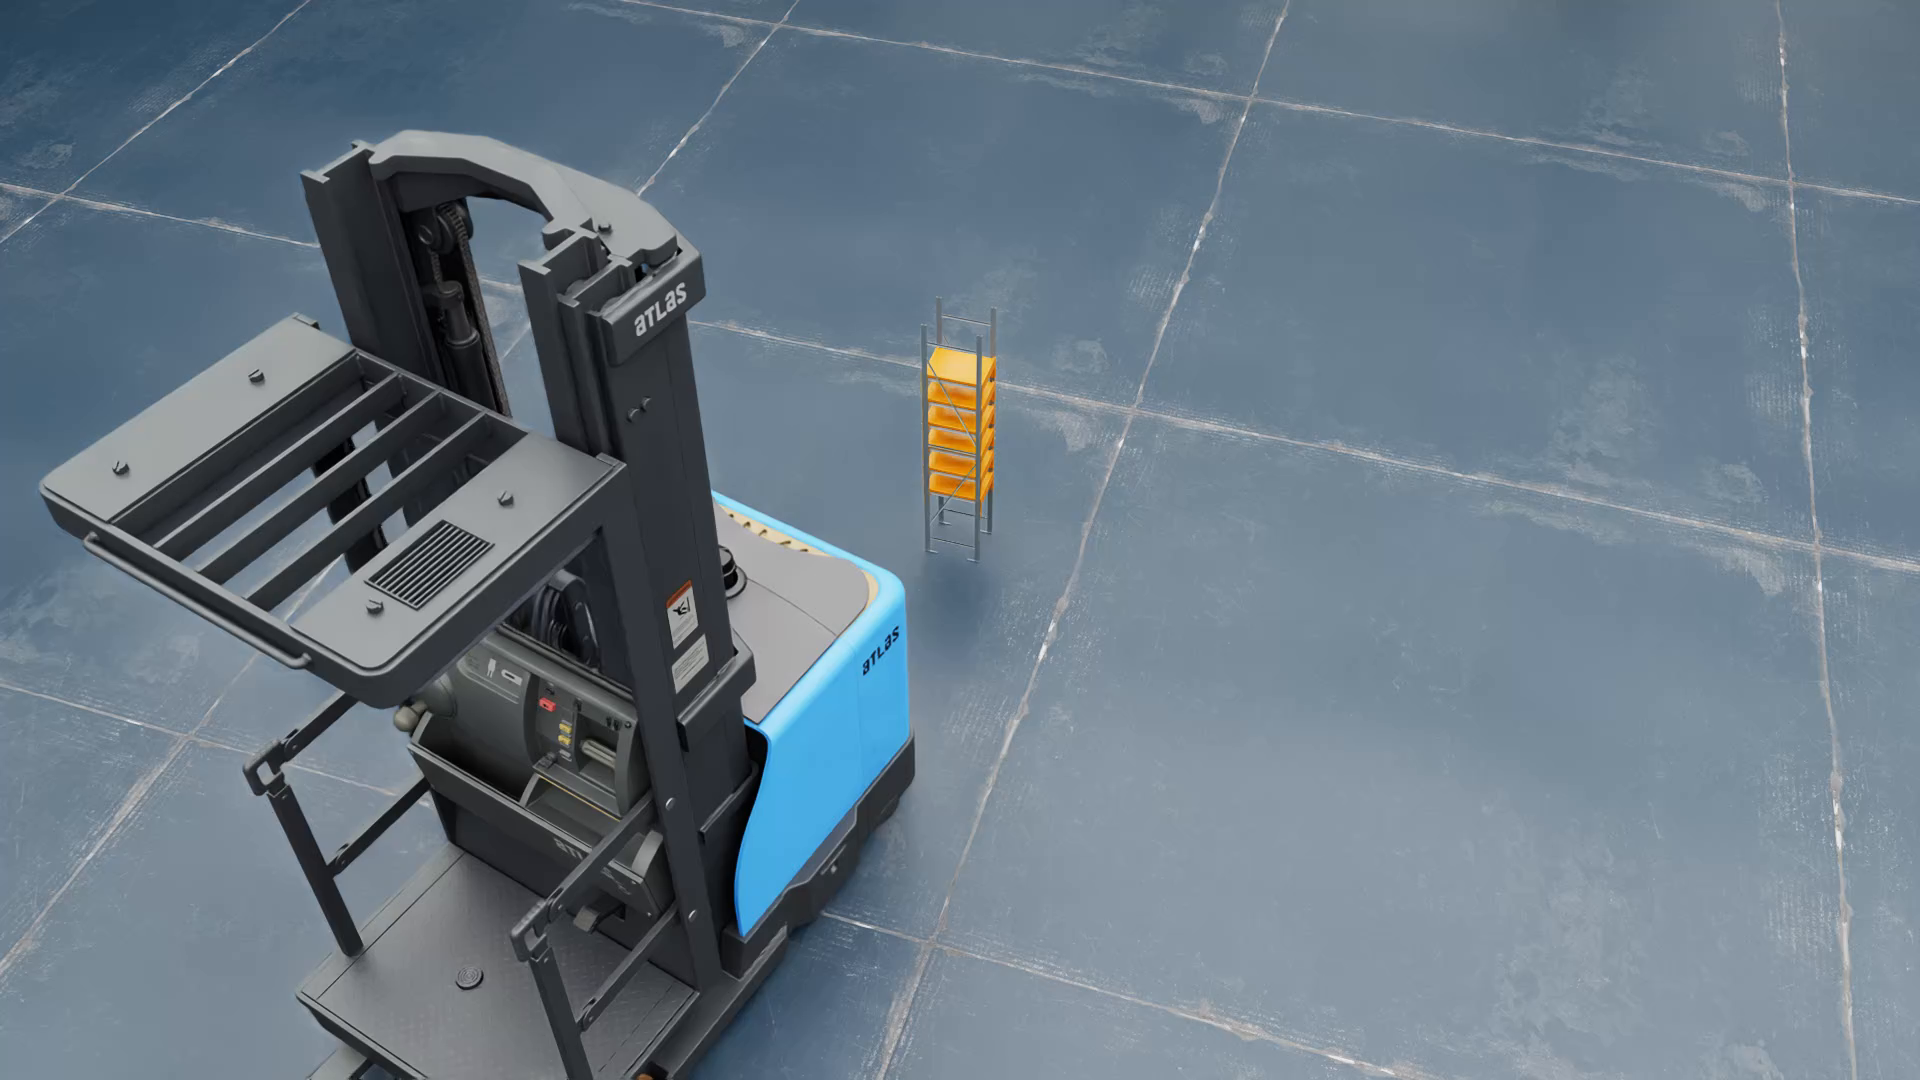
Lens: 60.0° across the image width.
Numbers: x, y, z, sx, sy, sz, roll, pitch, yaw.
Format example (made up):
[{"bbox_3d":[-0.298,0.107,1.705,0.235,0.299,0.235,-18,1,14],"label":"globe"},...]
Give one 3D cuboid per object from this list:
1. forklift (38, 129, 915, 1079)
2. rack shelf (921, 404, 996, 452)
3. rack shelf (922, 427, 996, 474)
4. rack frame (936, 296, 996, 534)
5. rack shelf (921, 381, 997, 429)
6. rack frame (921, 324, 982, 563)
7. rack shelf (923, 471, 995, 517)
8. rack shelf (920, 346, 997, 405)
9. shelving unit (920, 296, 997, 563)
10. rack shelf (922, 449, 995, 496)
[{"bbox_3d":[-1.376,0.541,4.501,1.130,2.935,3.031,24,49,22],"label":"forklift"},{"bbox_3d":[-0.004,-0.473,6.667,0.258,0.103,0.180,13,46,12],"label":"rack shelf"},{"bbox_3d":[-0.004,-0.387,6.751,0.258,0.103,0.180,13,46,12],"label":"rack shelf"},{"bbox_3d":[0.023,-0.480,6.782,0.240,1.200,0.006,13,46,12],"label":"rack frame"},{"bbox_3d":[-0.004,-0.559,6.583,0.258,0.103,0.180,13,46,12],"label":"rack shelf"},{"bbox_3d":[-0.032,-0.358,6.657,0.240,1.200,0.006,13,46,12],"label":"rack frame"},{"bbox_3d":[-0.004,-0.216,6.918,0.258,0.103,0.180,13,46,12],"label":"rack shelf"},{"bbox_3d":[-0.004,-0.645,6.499,0.258,0.103,0.180,13,46,12],"label":"rack shelf"},{"bbox_3d":[-0.004,-0.419,6.719,0.258,1.200,0.189,13,46,12],"label":"shelving unit"},{"bbox_3d":[-0.004,-0.302,6.834,0.258,0.103,0.180,13,46,12],"label":"rack shelf"}]
